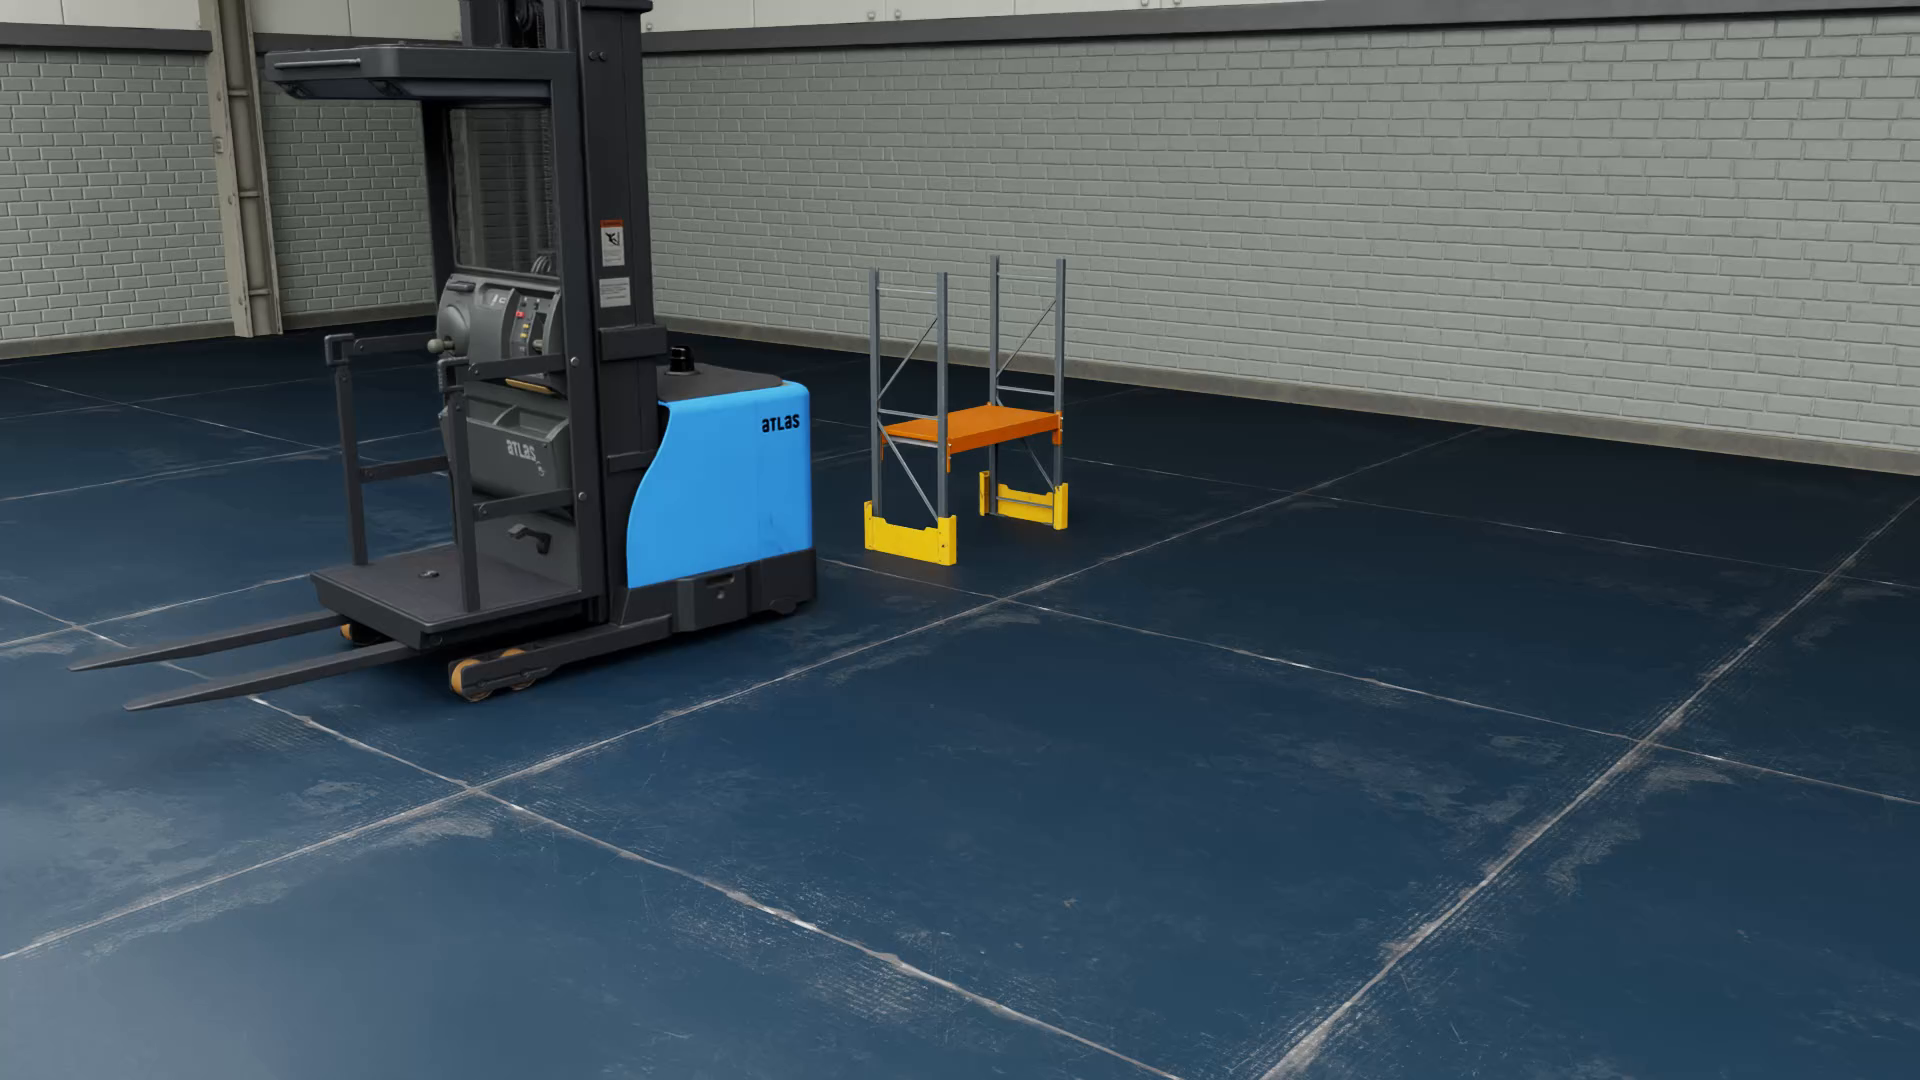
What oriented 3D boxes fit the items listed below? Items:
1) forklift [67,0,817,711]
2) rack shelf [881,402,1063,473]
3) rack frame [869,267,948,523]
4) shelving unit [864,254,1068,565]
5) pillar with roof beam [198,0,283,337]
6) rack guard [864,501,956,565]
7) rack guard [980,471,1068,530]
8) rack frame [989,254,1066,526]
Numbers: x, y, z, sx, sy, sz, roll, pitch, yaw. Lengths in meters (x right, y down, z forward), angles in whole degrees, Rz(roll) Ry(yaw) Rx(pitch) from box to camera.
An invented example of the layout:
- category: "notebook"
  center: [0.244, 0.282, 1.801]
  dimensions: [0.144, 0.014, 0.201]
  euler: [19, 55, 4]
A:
- category: "forklift"
  center: [-2.079, -0.924, 6.806]
  dimensions: [3.031, 2.935, 1.130]
  euler: [-13, 19, -42]
- category: "rack shelf"
  center: [0.054, -0.569, 9.047]
  dimensions: [0.538, 0.185, 1.000]
  euler: [11, 18, 38]
- category: "rack frame"
  center: [-0.266, -0.646, 8.619]
  dimensions: [0.500, 1.500, 0.032]
  euler: [11, 18, 38]
- category: "shelving unit"
  center: [0.048, -0.742, 8.996]
  dimensions: [0.587, 1.500, 1.083]
  euler: [11, 18, 38]
- category: "pillar with roof beam"
  center: [-4.143, -5.890, 14.034]
  dimensions: [9.100, 9.000, 0.400]
  euler: [11, 18, 38]
- category: "rack guard"
  center: [-0.265, -0.040, 8.774]
  dimensions: [0.587, 0.250, 0.087]
  euler: [11, 18, 38]
- category: "rack guard"
  center: [0.361, -0.231, 9.525]
  dimensions: [0.587, 0.250, 0.087]
  euler: [11, 18, 38]
- category: "rack frame"
  center: [0.373, -0.841, 9.386]
  dimensions: [0.500, 1.500, 0.032]
  euler: [11, 18, 38]
